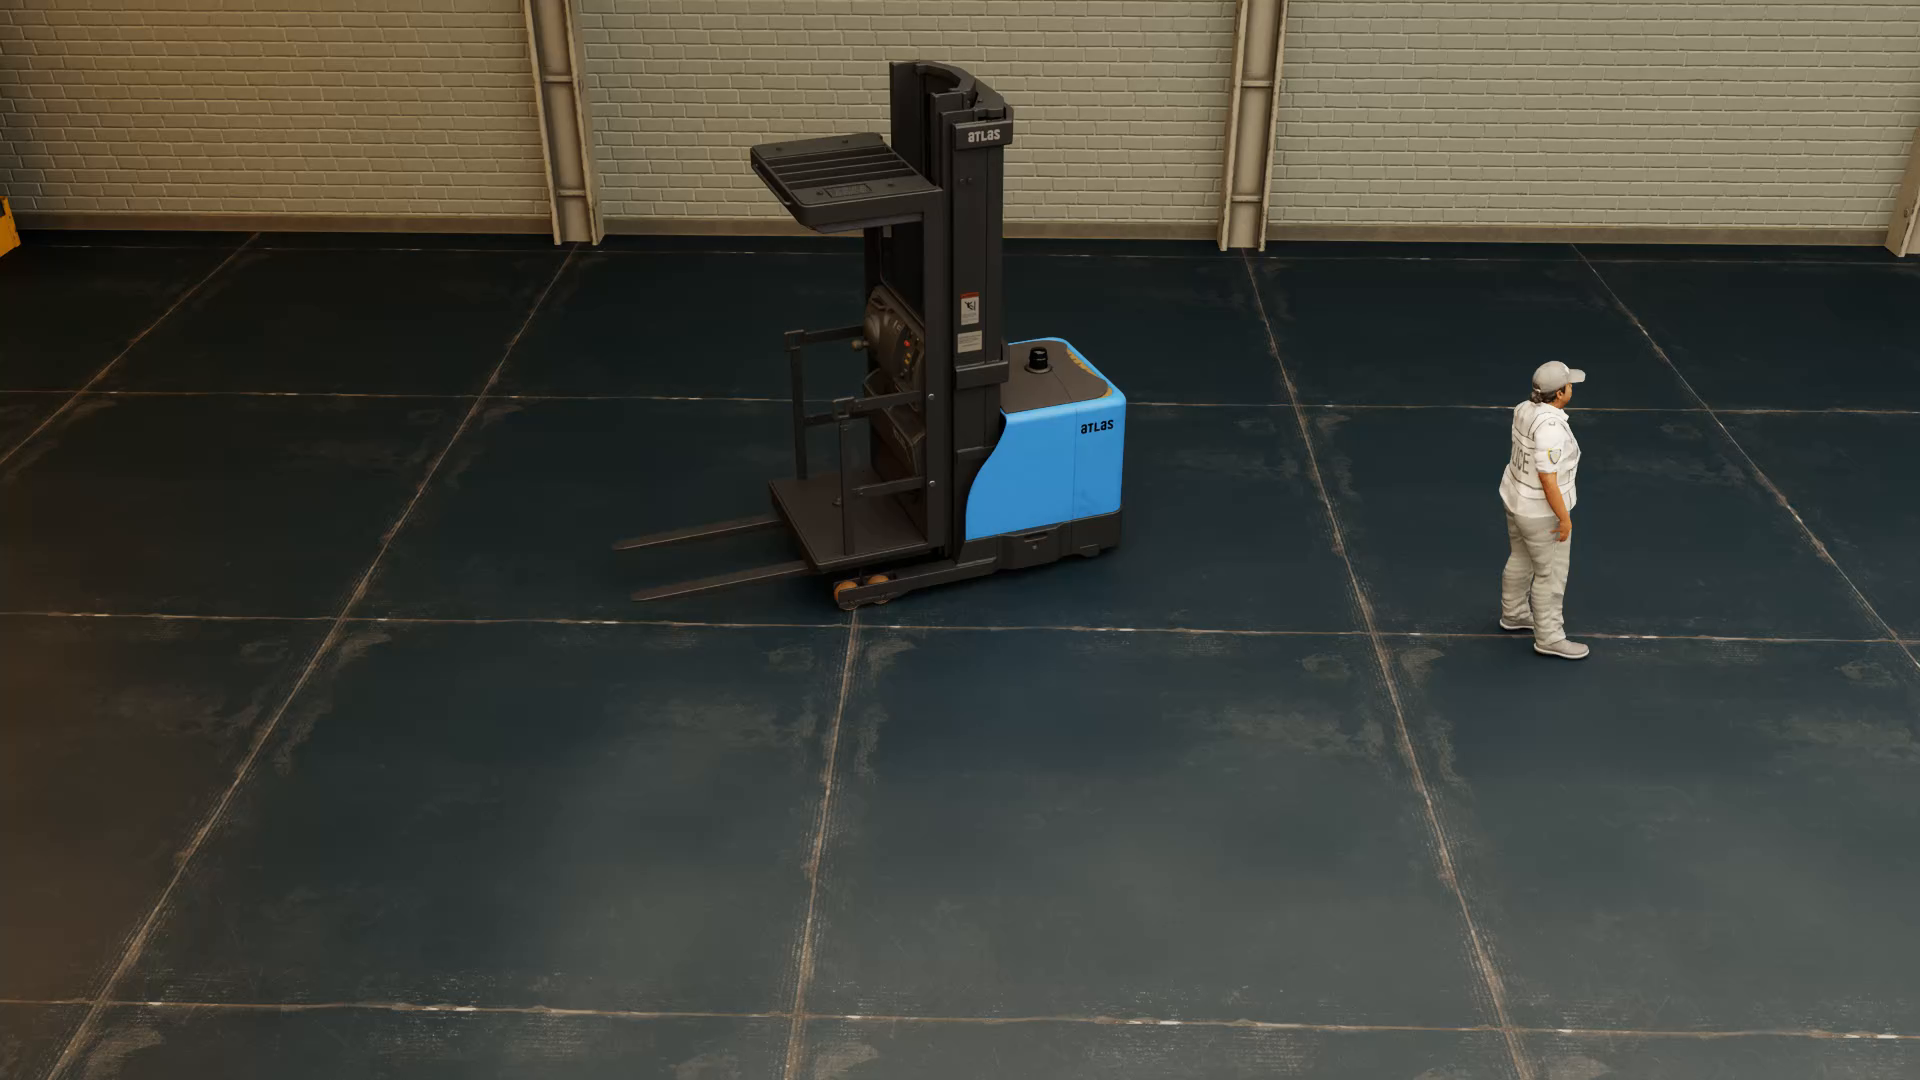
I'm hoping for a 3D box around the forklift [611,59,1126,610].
[{"bbox_3d":[-0.569,-1.153,9.570,3.031,2.935,1.130,-11,32,-18],"label":"forklift"}]

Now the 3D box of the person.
[{"bbox_3d":[3.269,-0.191,9.169,0.529,1.670,0.598,-2,31,-3],"label":"person"}]
